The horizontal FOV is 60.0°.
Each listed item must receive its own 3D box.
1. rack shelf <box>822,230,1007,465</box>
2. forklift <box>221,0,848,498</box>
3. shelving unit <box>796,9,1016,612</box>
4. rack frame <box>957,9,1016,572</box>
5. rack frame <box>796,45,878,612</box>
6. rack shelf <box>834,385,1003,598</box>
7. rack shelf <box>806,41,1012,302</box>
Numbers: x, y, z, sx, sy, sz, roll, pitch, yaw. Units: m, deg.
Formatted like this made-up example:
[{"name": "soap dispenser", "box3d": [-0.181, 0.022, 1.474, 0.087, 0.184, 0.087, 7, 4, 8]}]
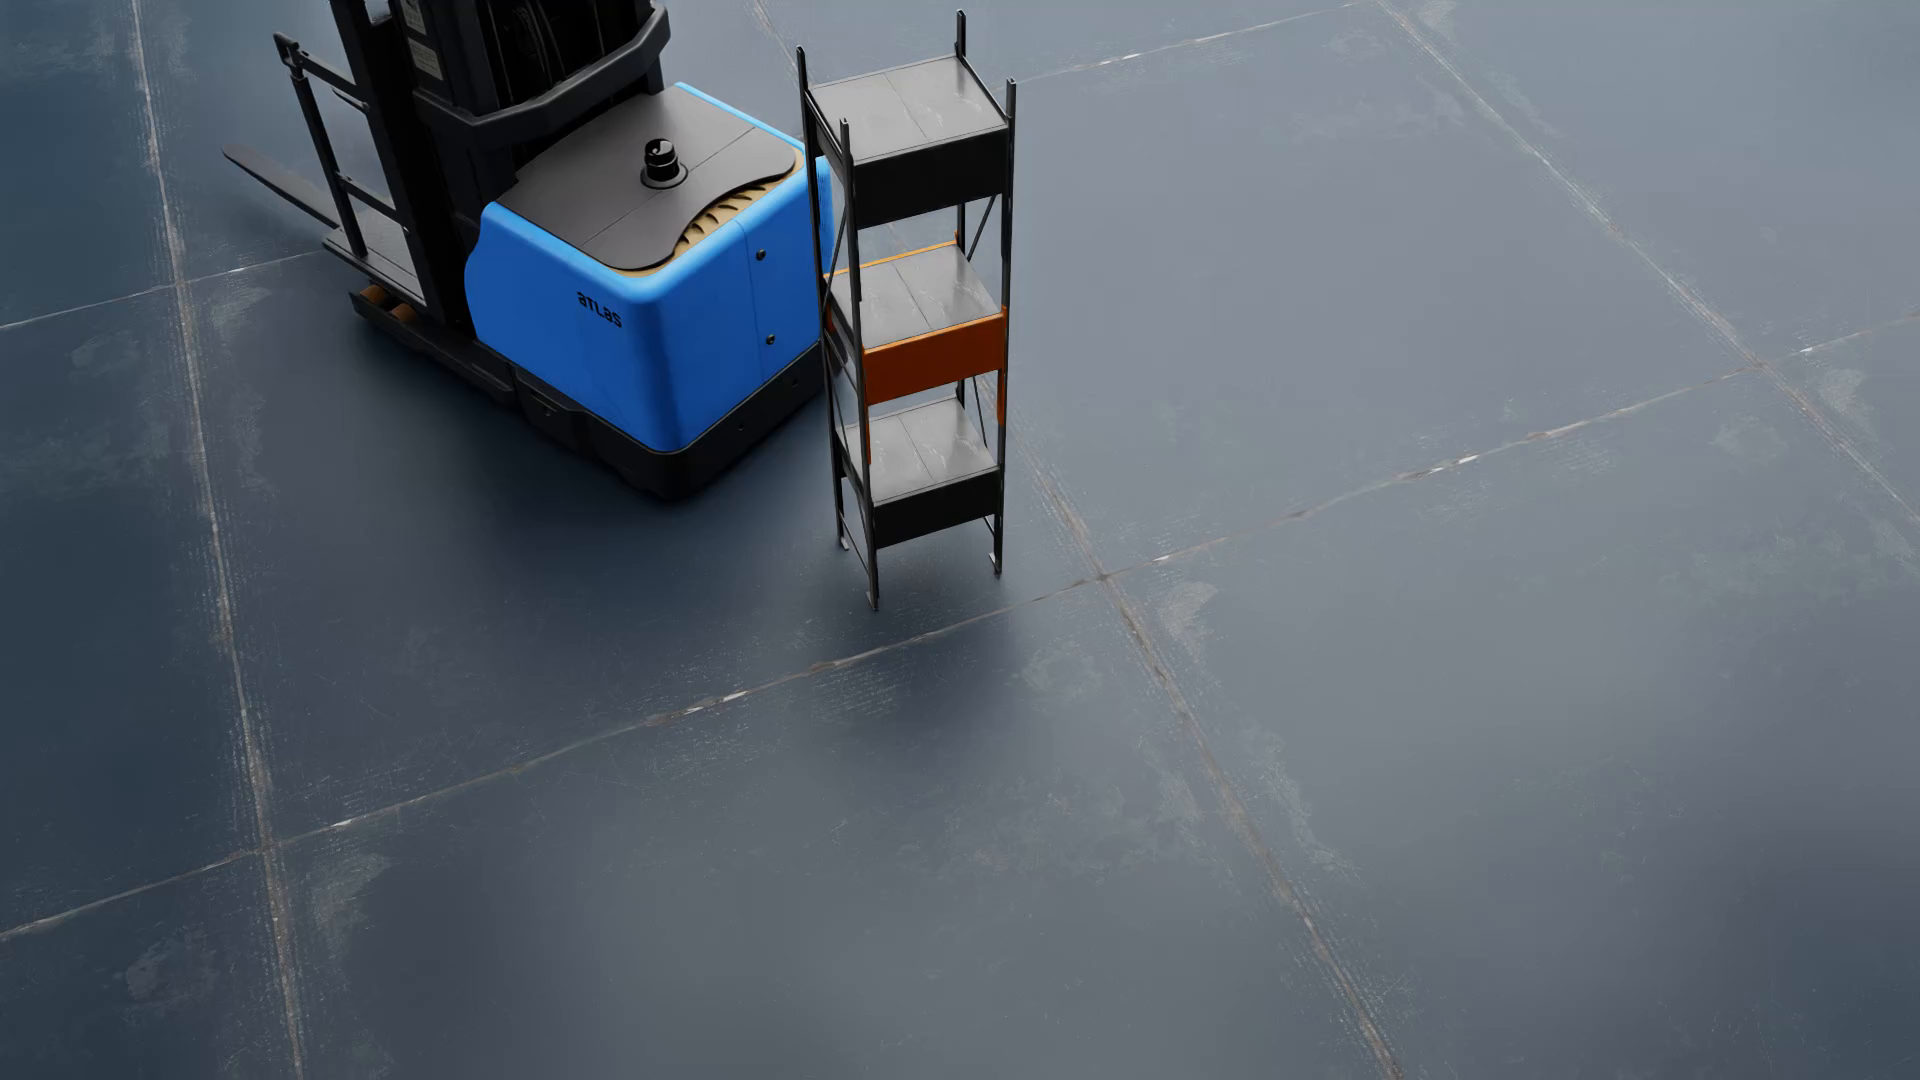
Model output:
[{"name": "rack shelf", "box3d": [-0.153, -0.628, 5.423, 0.480, 0.518, 0.431, -17, 52, -14]}, {"name": "forklift", "box3d": [-1.928, -2.057, 6.085, 3.031, 2.935, 1.130, 31, 56, 24]}, {"name": "shelving unit", "box3d": [-0.153, -0.637, 5.413, 0.503, 2.100, 0.431, -17, 52, -14]}, {"name": "rack frame", "box3d": [0.073, -0.707, 5.473, 0.015, 2.100, 0.400, -17, 52, -14]}, {"name": "rack frame", "box3d": [-0.379, -0.567, 5.353, 0.015, 2.100, 0.400, -17, 52, -14]}, {"name": "rack shelf", "box3d": [-0.153, -0.172, 5.954, 0.480, 0.518, 0.431, -17, 52, -14]}, {"name": "rack shelf", "box3d": [-0.153, -1.084, 4.892, 0.480, 0.518, 0.431, -17, 52, -14]}]
